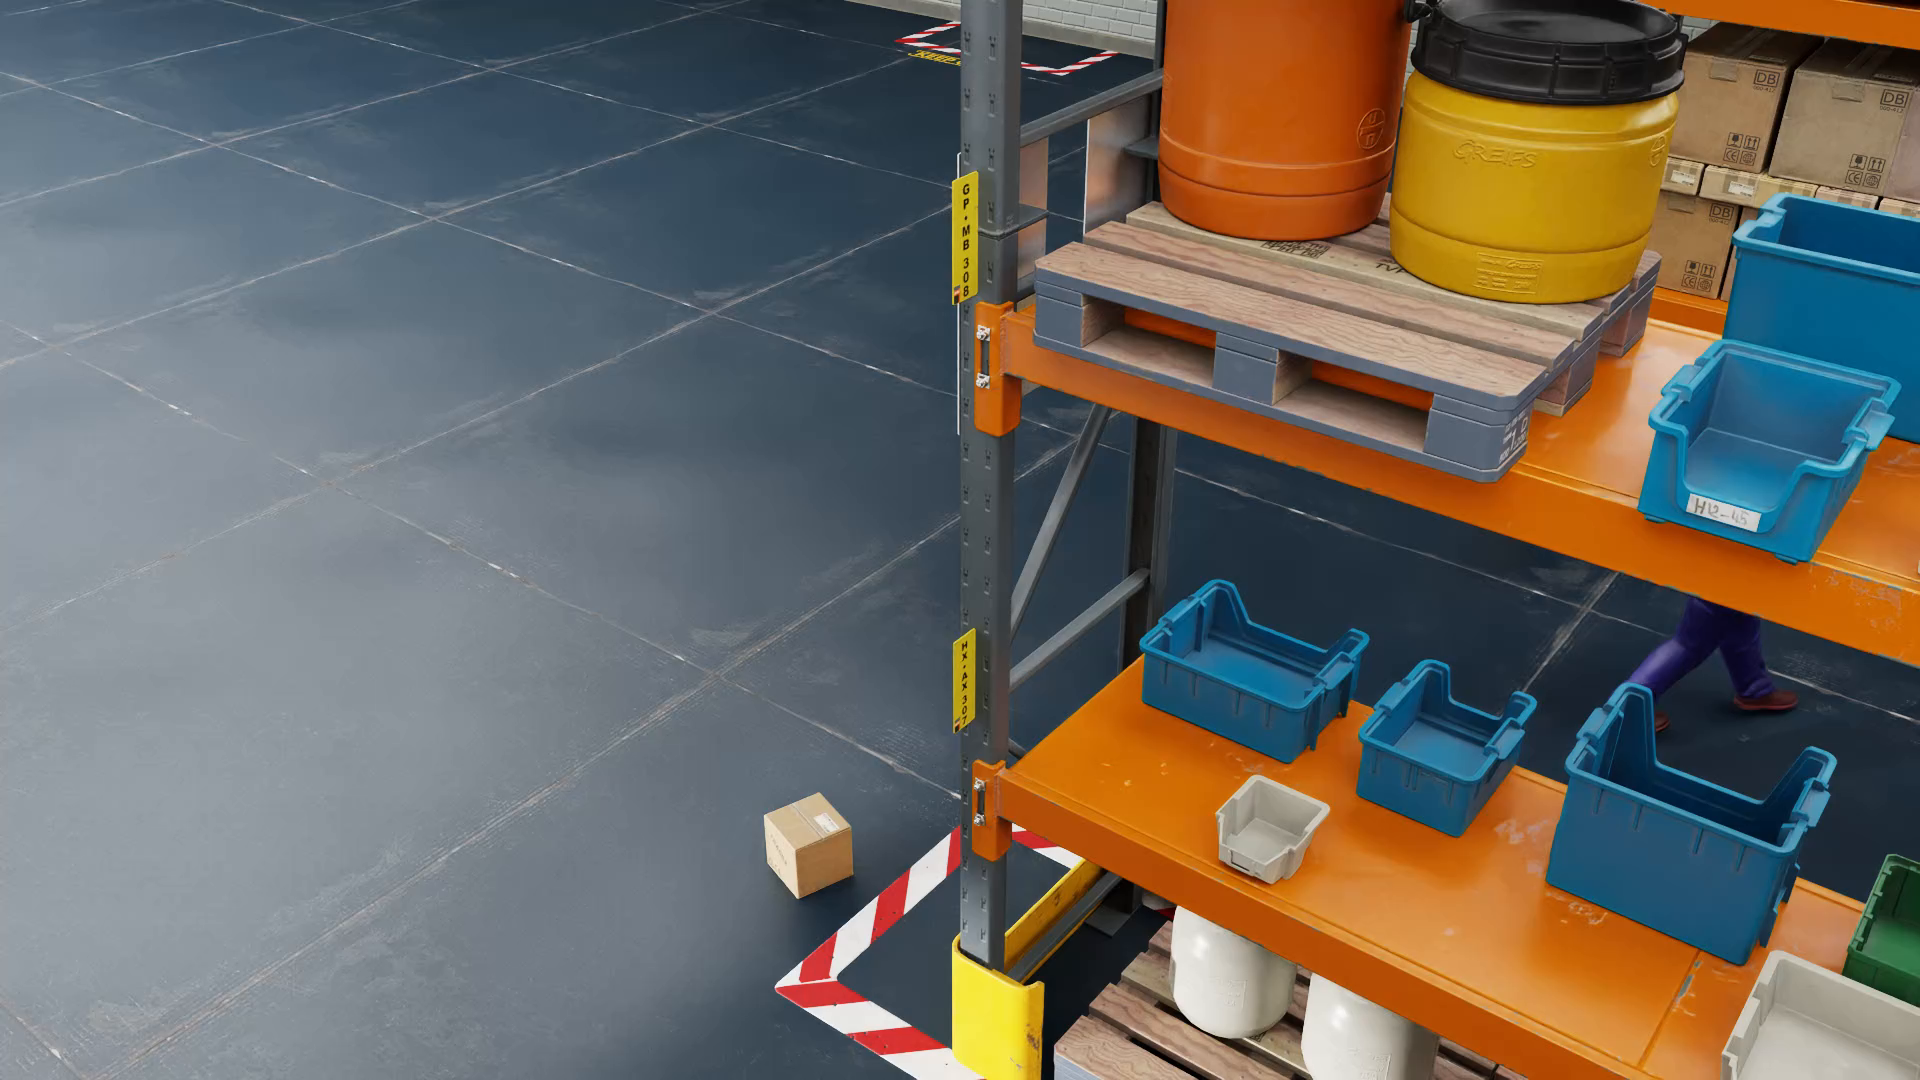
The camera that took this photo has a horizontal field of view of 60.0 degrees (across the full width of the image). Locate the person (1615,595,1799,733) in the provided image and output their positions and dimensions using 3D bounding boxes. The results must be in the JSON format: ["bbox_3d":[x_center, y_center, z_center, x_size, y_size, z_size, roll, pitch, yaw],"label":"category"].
[{"bbox_3d":[3.288,0.118,6.934,0.936,1.601,0.503,0,31,0],"label":"person"}]
